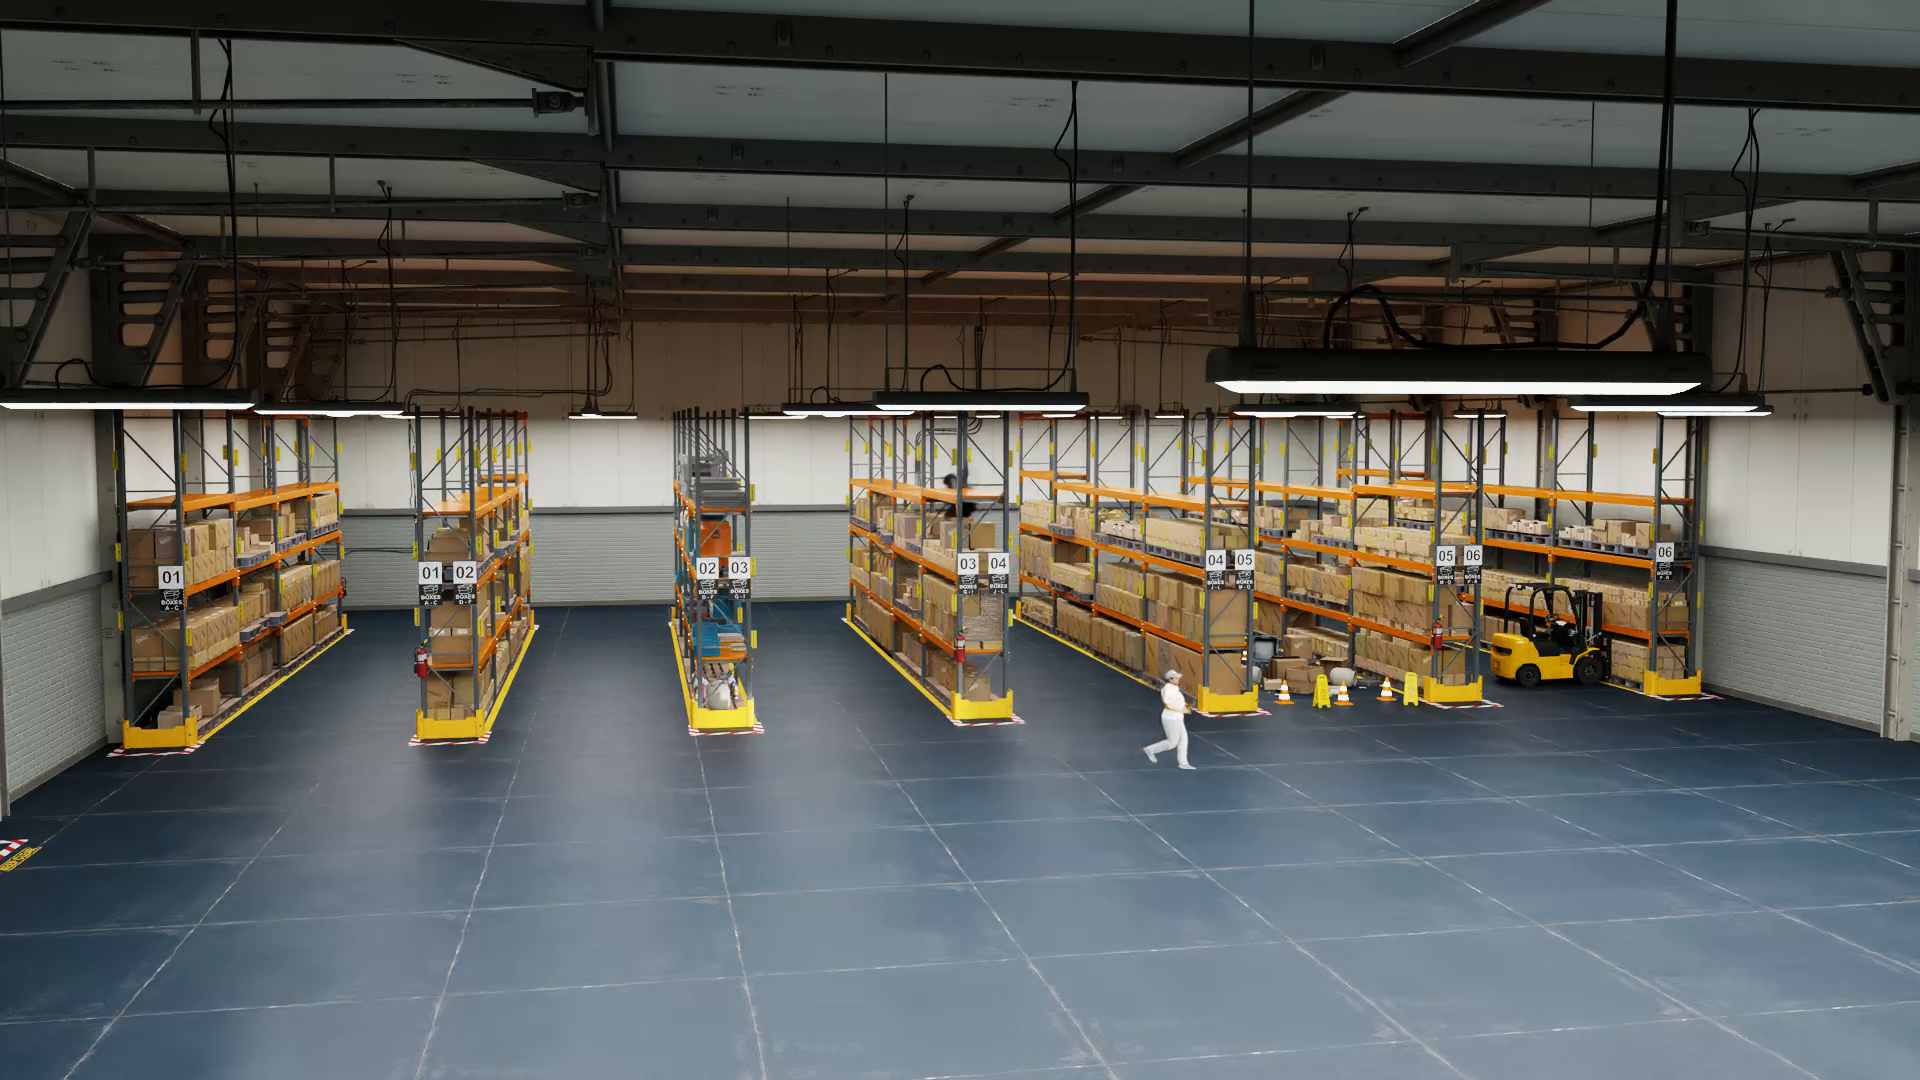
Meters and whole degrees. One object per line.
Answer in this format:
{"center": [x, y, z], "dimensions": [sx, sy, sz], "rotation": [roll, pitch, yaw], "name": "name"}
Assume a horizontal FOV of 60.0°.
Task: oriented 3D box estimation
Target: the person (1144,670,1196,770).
{"center": [3.462, 2.961, 27.322], "dimensions": [0.849, 1.659, 0.607], "rotation": [1, 4, 13], "name": "person"}

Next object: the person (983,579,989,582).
{"center": [0.651, 1.500, 47.209], "dimensions": [0.691, 1.772, 0.973], "rotation": [0, 4, -1], "name": "person"}

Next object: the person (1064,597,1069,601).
{"center": [3.273, 1.408, 49.779], "dimensions": [0.585, 1.593, 0.699], "rotation": [-2, 5, -27], "name": "person"}
